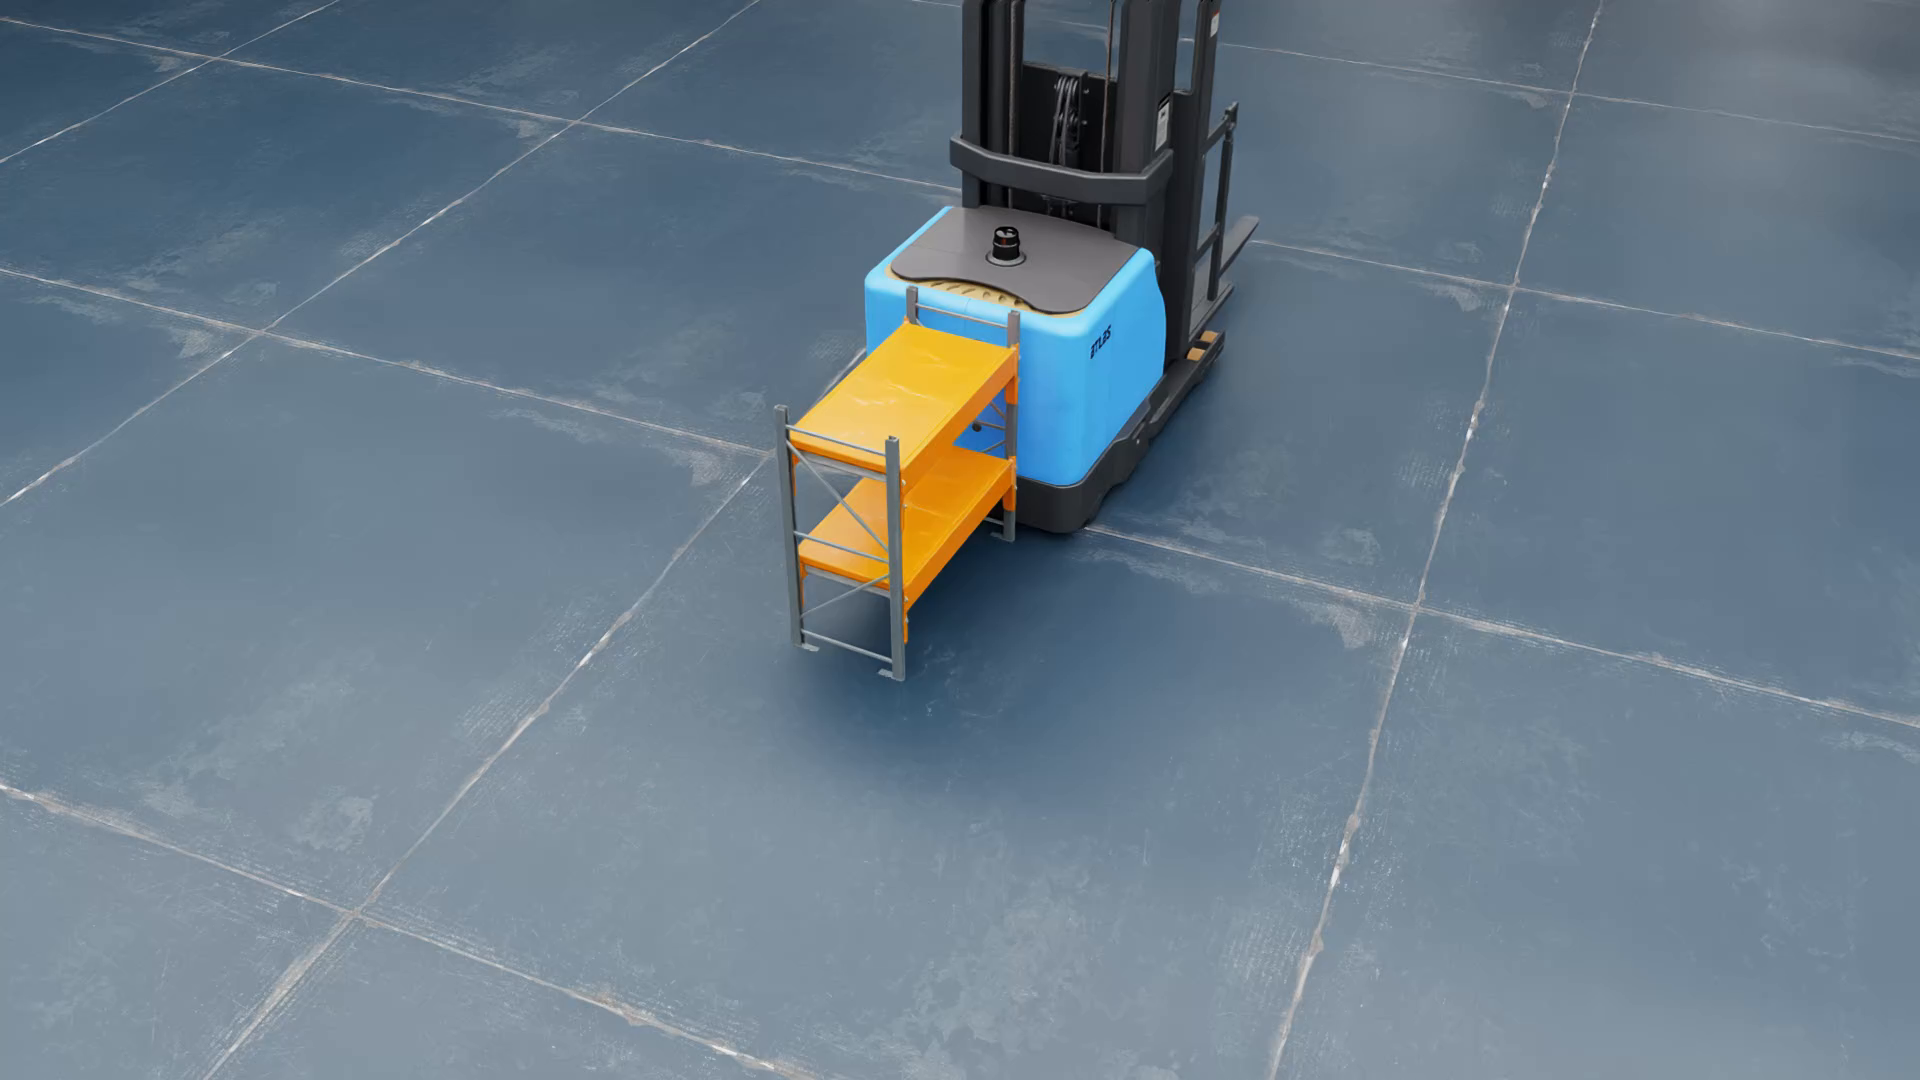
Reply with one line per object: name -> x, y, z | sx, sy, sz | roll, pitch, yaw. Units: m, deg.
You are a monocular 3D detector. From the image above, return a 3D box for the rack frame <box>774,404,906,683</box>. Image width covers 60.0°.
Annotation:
rack frame -> -0.444, 0.032, 6.267 | 0.500, 1.125, 0.032 | 17, 40, 21

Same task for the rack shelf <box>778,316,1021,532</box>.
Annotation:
rack shelf -> -0.217, -0.475, 6.457 | 0.538, 0.278, 1.000 | 17, 40, 21

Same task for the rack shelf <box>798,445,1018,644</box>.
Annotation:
rack shelf -> -0.217, -0.044, 6.778 | 0.538, 0.278, 1.000 | 17, 40, 21

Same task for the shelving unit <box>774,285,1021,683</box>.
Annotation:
shelving unit -> -0.217, -0.240, 6.632 | 0.538, 1.125, 1.048 | 17, 40, 21

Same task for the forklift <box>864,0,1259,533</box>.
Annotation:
forklift -> 0.692, -2.075, 7.577 | 1.130, 2.935, 3.031 | 17, 40, 21

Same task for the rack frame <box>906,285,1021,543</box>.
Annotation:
rack frame -> 0.010, -0.513, 6.996 | 0.500, 1.125, 0.032 | 17, 40, 21
